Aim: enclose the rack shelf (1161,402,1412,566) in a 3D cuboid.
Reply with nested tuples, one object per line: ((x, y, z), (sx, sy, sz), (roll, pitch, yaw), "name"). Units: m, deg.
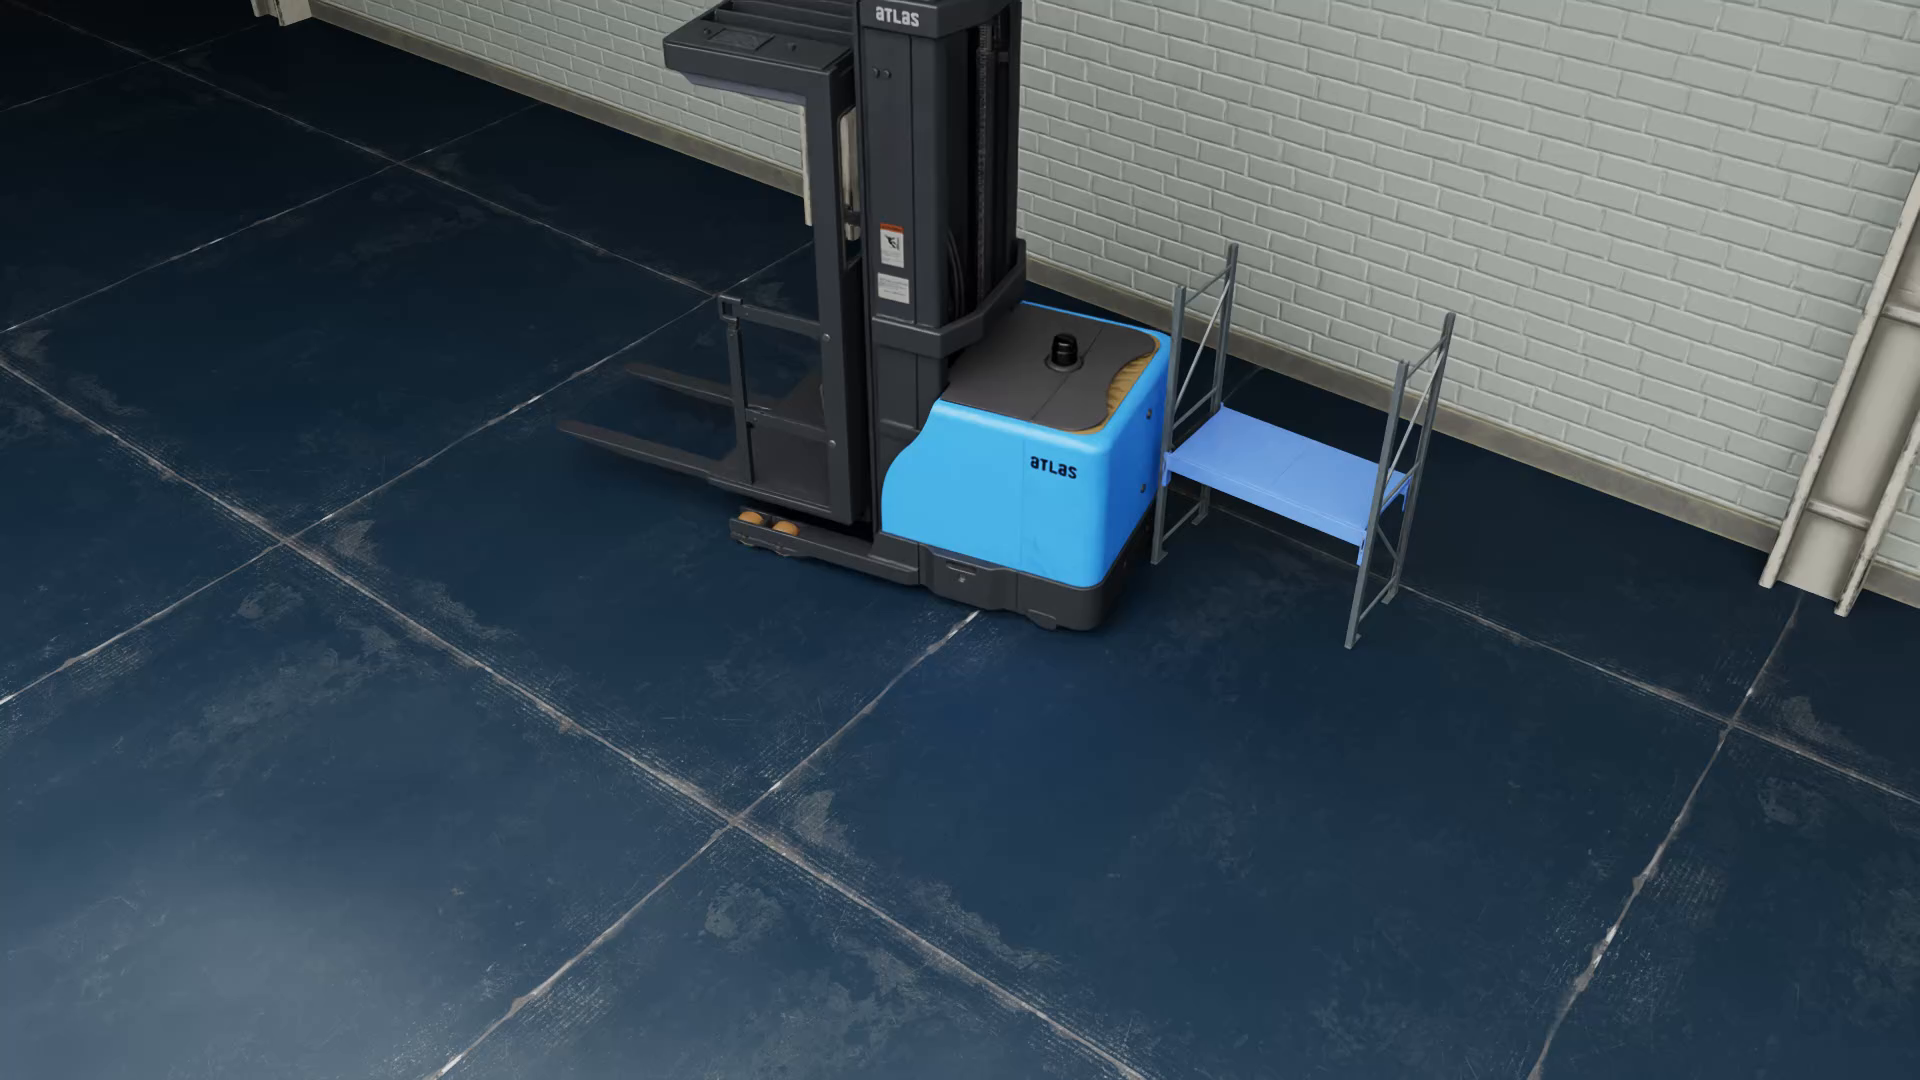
((1.482, -0.271, 7.532), (1.000, 0.185, 0.538), (24, 44, 28), "rack shelf")

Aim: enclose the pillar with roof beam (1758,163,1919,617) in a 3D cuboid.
((1.401, -1.228, 2.380), (0.400, 9.000, 9.100), (25, 45, 29), "pillar with roof beam")

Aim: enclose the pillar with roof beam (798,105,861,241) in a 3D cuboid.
((-3.365, -3.475, 5.250), (0.400, 9.000, 9.100), (25, 45, 29), "pillar with roof beam")

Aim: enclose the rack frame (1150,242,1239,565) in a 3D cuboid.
((1.073, -0.598, 7.658), (0.032, 1.500, 0.500), (24, 44, 28), "rack frame")

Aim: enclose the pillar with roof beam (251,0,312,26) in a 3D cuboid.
((-8.131, -5.722, 8.120), (0.400, 9.000, 9.100), (25, 45, 29), "pillar with roof beam")

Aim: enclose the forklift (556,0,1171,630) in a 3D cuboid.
((-0.555, -1.354, 7.463), (3.031, 2.935, 1.130), (16, 41, 19), "forklift")

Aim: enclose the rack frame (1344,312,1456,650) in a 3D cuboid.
((1.892, -0.227, 7.184), (0.032, 1.500, 0.500), (24, 44, 28), "rack frame")

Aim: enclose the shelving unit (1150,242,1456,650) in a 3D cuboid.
((1.482, -0.413, 7.421), (1.048, 1.500, 0.538), (24, 44, 28), "shelving unit")
